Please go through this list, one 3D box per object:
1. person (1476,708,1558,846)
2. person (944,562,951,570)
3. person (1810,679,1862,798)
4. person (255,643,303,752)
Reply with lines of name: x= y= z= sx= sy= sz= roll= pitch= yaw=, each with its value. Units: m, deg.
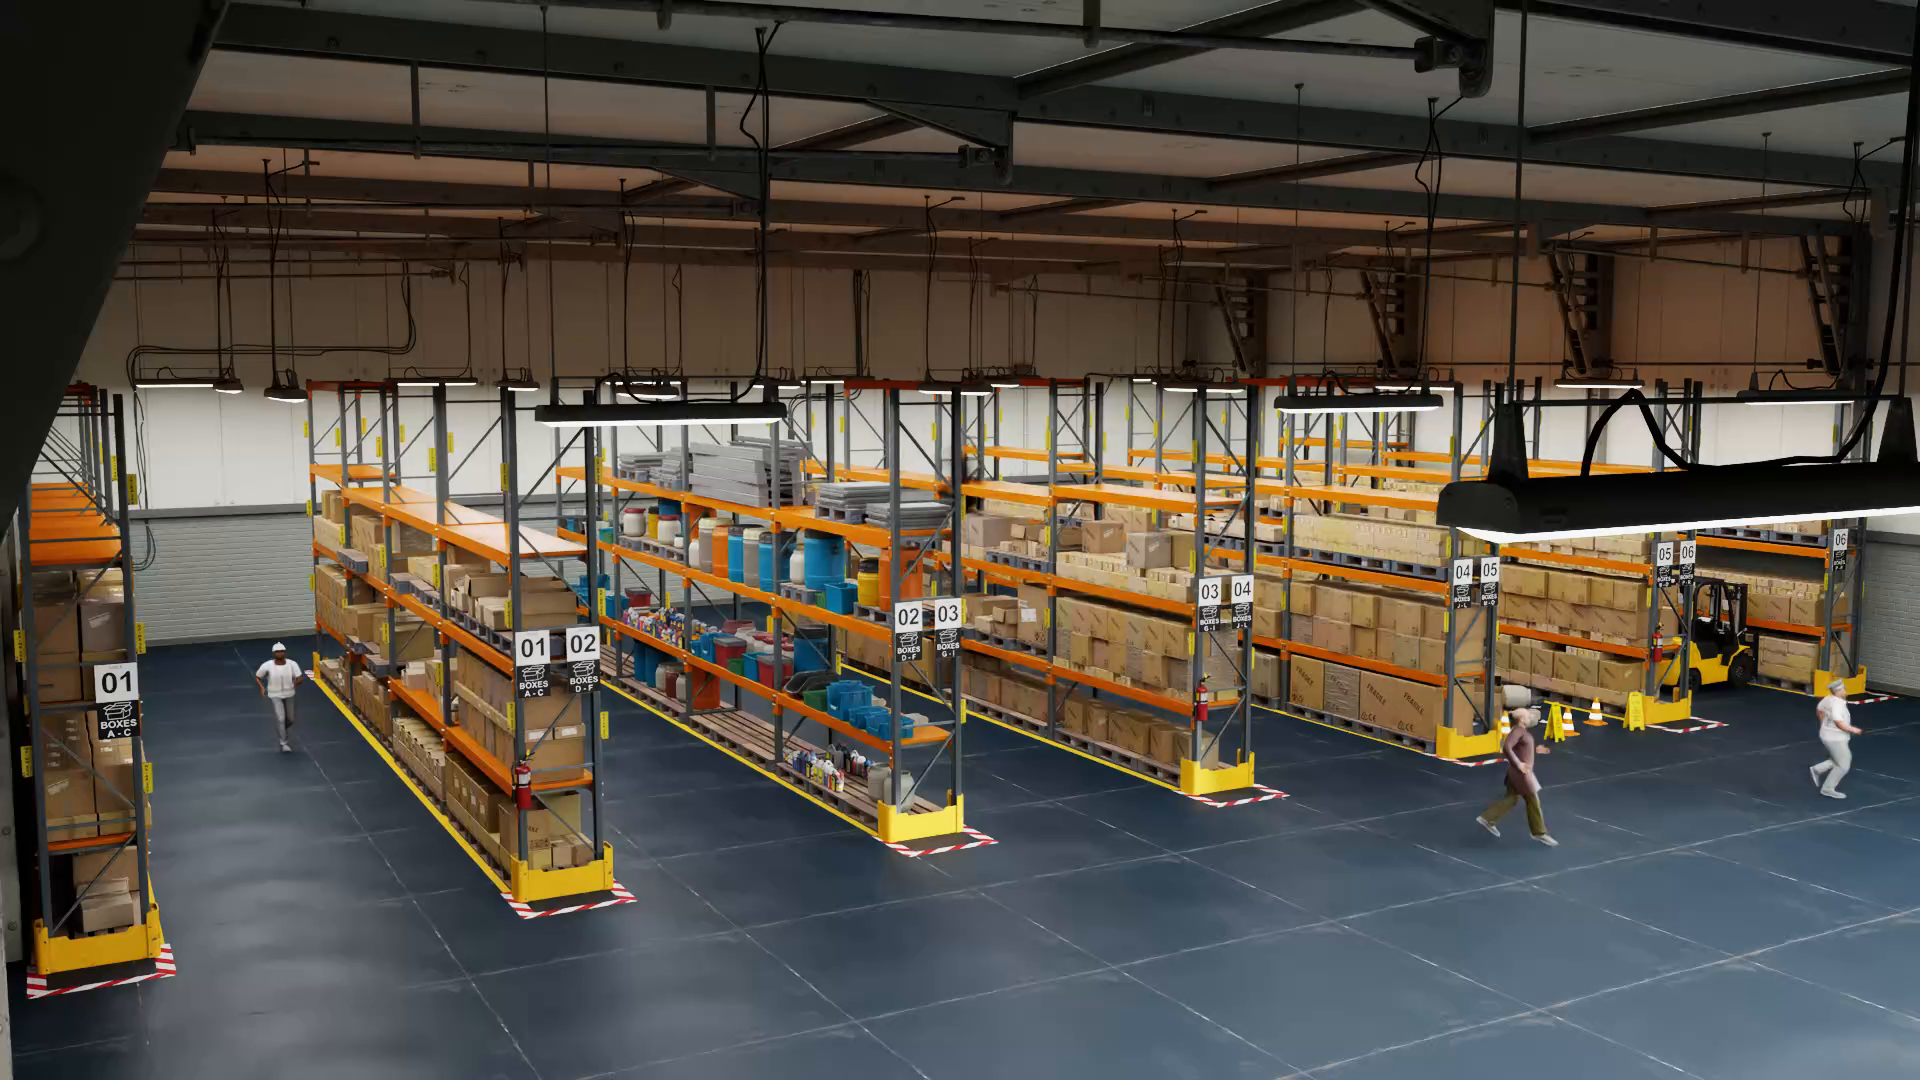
person: x=7.361 y=3.105 z=21.921 sx=1.041 sy=1.805 sz=0.703 roll=1 pitch=6 yaw=8
person: x=-0.271 y=1.143 z=41.692 sx=0.523 sy=1.548 sz=0.569 roll=4 pitch=7 yaw=34
person: x=12.820 y=2.885 z=24.294 sx=0.585 sy=1.751 sz=0.705 roll=1 pitch=6 yaw=13
person: x=-11.146 y=2.563 z=27.292 sx=0.714 sy=1.743 sz=0.901 roll=-4 pitch=7 yaw=-36
